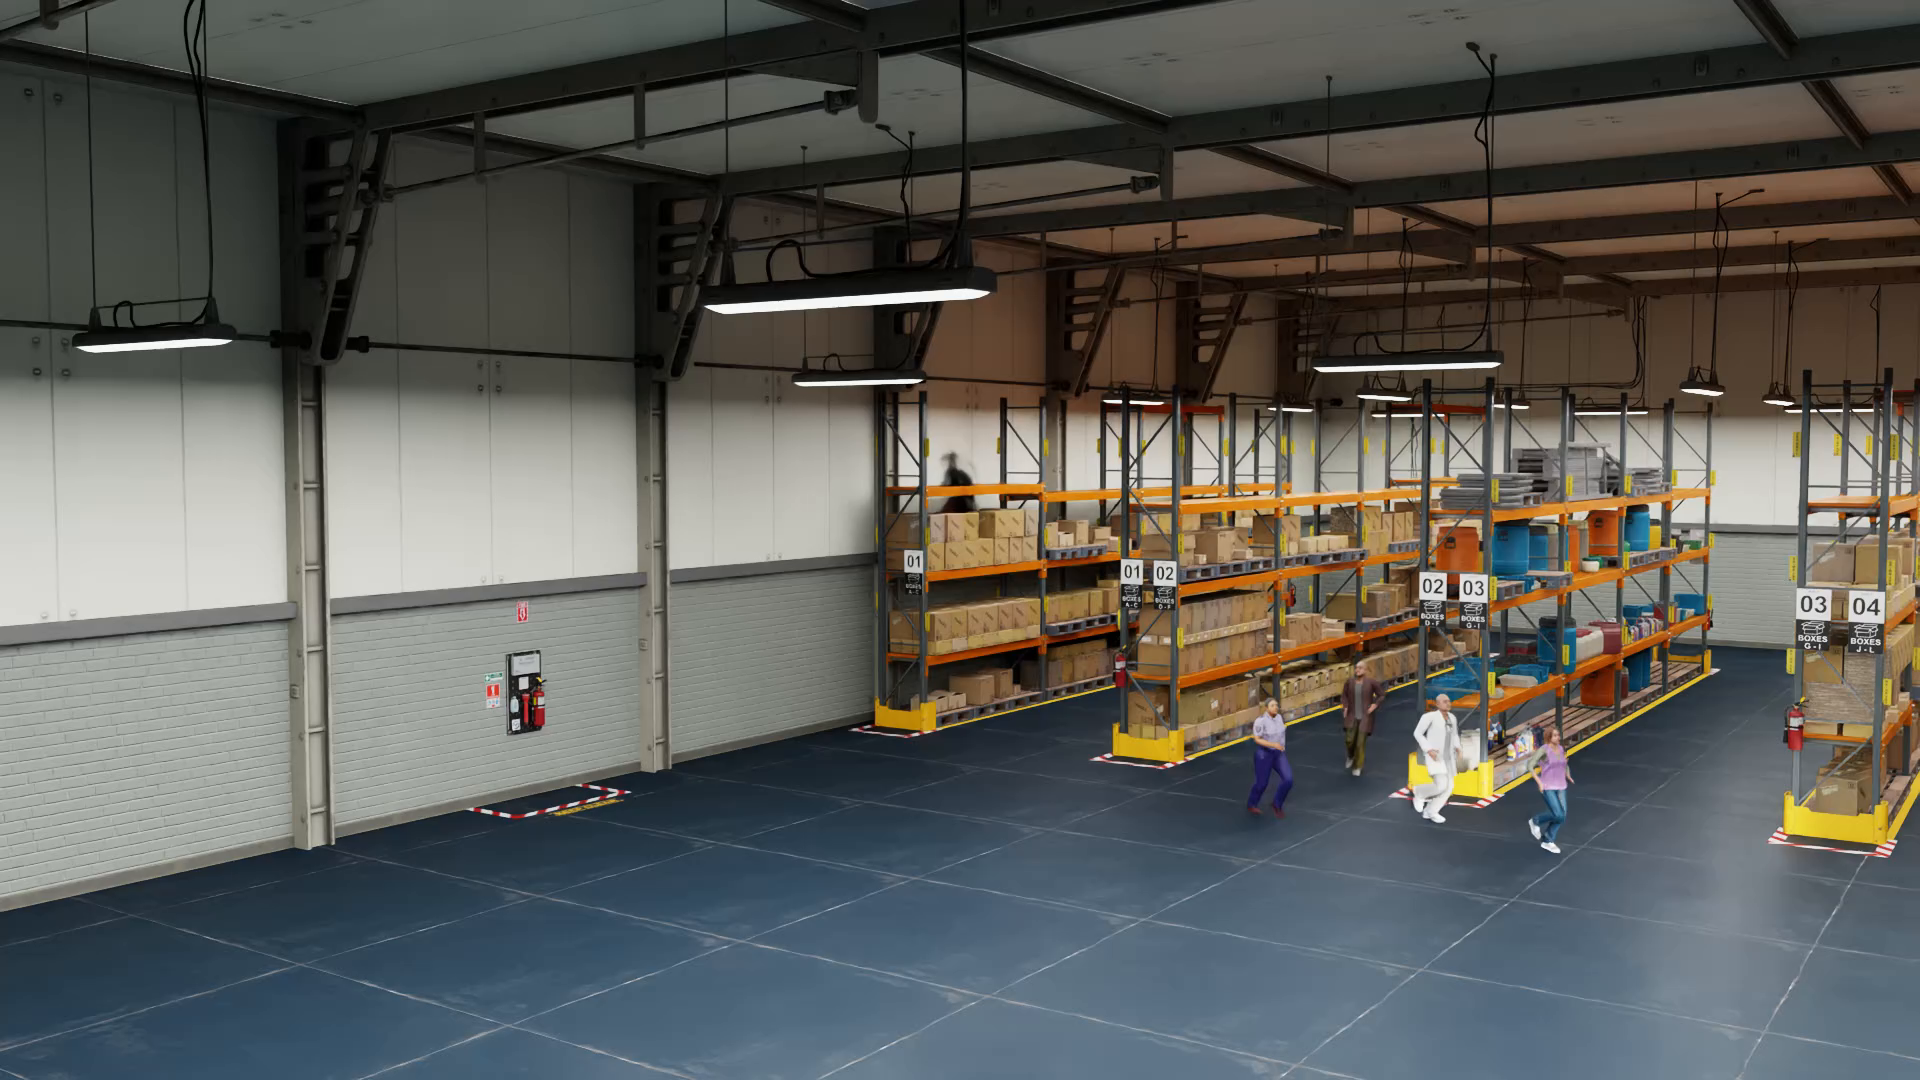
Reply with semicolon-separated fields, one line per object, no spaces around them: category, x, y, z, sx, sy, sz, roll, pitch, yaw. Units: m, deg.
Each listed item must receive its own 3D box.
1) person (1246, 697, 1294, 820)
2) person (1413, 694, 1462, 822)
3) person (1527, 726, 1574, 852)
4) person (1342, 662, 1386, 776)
person;4.190;2.960;22.455;0.561;1.659;0.720;-2;4;-25
person;6.428;2.911;22.321;0.697;1.705;0.608;-2;4;-26
person;7.350;3.090;20.630;0.549;1.555;0.533;-1;3;-24
person;6.122;2.730;25.466;0.704;1.714;0.591;2;4;29
